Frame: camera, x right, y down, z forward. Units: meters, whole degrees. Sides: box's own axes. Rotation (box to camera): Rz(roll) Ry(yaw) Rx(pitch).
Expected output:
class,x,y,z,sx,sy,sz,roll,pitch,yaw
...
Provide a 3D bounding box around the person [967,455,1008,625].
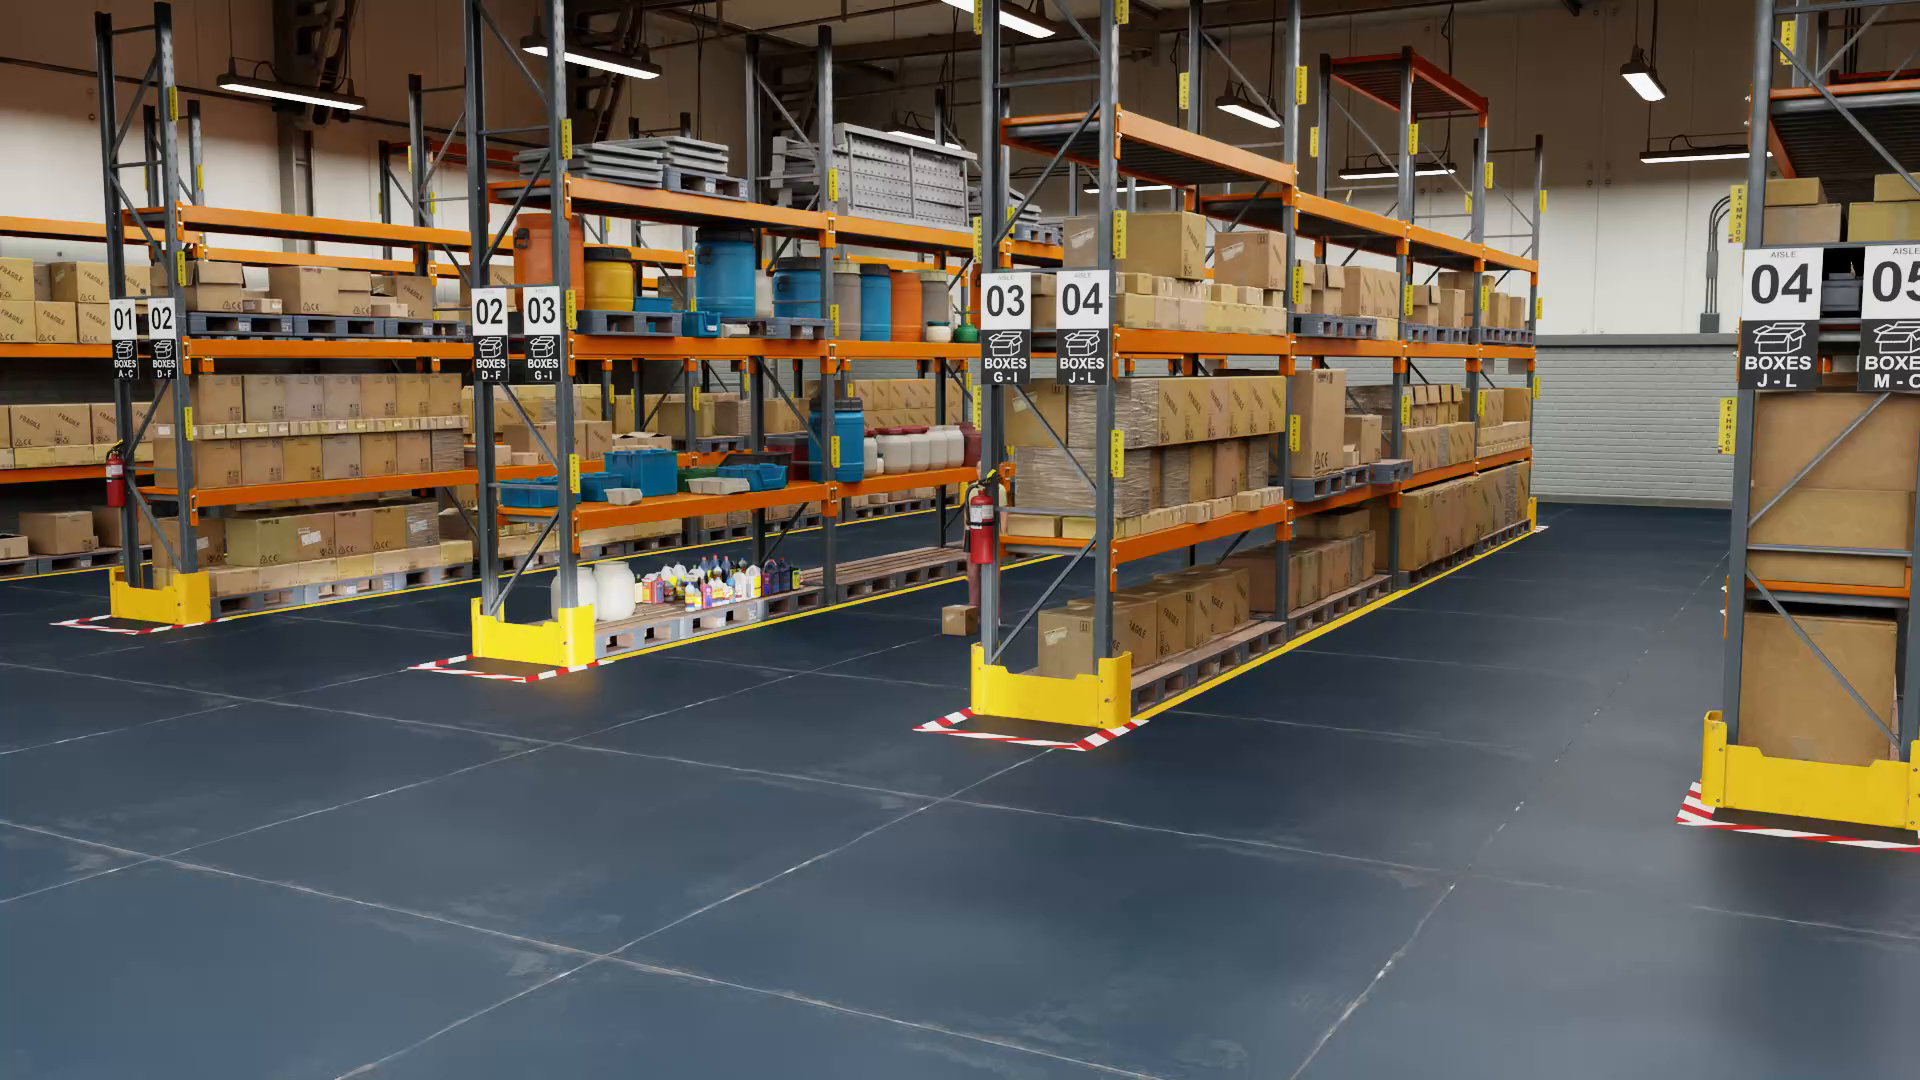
class,x,y,z,sx,sy,sz,roll,pitch,yaw
person,0.248,0.007,16.214,0.447,1.674,0.351,3,7,30
